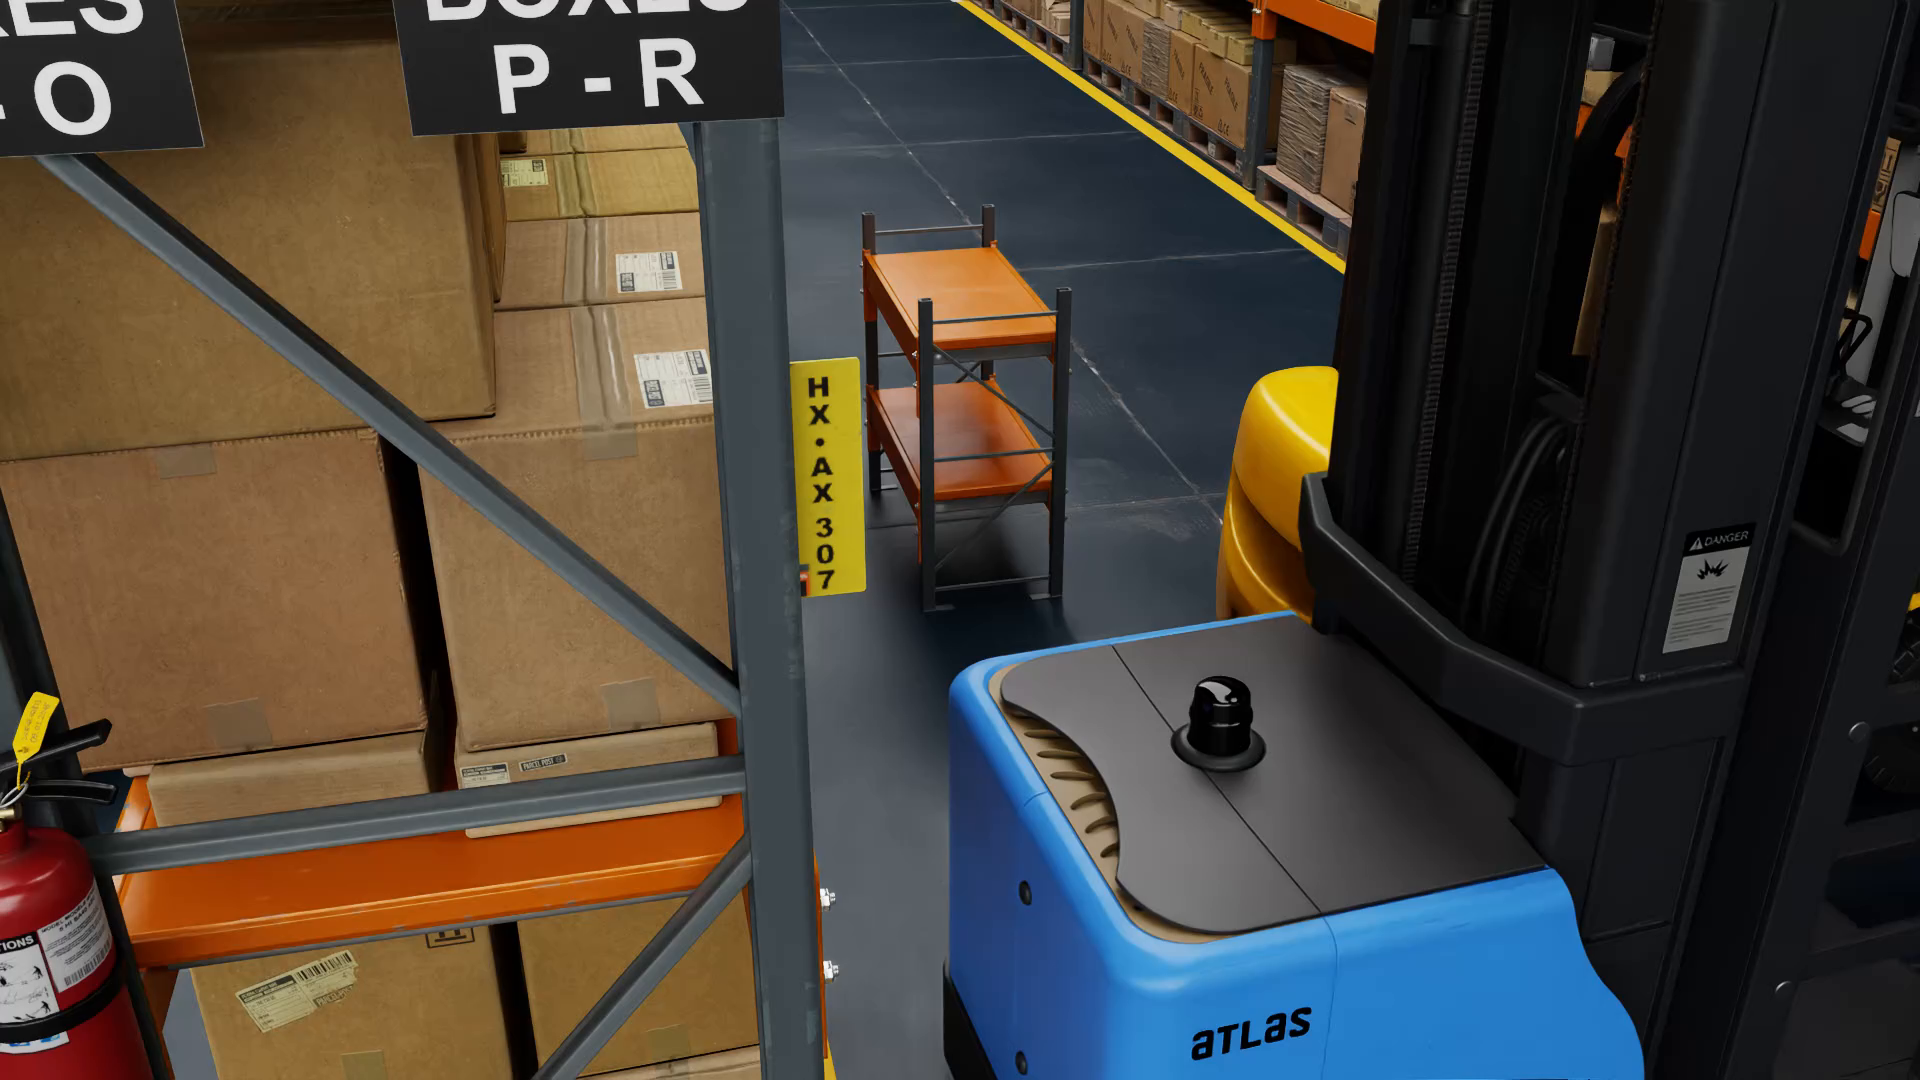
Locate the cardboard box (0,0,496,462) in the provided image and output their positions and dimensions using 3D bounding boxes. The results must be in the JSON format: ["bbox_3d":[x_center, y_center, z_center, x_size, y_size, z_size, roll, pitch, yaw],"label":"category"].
[{"bbox_3d":[-1.029,-0.458,2.279,0.700,0.500,0.500,-7,28,-13],"label":"cardboard box"}]

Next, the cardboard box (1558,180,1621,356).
[{"bbox_3d":[3.104,-1.250,7.566,0.875,0.625,0.625,-5,27,-9],"label":"cardboard box"}]

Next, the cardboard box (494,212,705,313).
[{"bbox_3d":[-0.658,-0.273,3.021,0.500,0.500,0.500,-5,27,-10],"label":"cardboard box"}]

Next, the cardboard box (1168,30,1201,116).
[{"bbox_3d":[1.803,-3.336,11.838,0.500,0.500,0.500,-5,27,-9],"label":"cardboard box"}]

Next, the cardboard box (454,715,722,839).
[{"bbox_3d":[-0.576,0.309,2.587,0.380,0.149,0.250,-6,27,-11],"label":"cardboard box"}]

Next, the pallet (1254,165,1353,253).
[{"bbox_3d":[2.478,-2.040,10.058,1.003,0.211,1.213,-6,27,-12],"label":"pallet"}]

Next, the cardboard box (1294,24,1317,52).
[{"bbox_3d":[2.483,-3.391,11.228,0.380,0.149,0.250,-5,27,-10],"label":"cardboard box"}]

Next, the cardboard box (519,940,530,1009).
[{"bbox_3d":[-1.255,0.852,3.819,0.500,0.250,0.500,-6,27,-11],"label":"cardboard box"}]

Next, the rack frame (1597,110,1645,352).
[{"bbox_3d":[3.232,-1.894,6.674,1.000,3.000,0.127,-6,27,-12],"label":"rack frame"}]

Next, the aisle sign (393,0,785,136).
[{"bbox_3d":[-0.385,-0.797,1.616,0.394,0.787,0.004,-6,27,-12],"label":"aisle sign"}]

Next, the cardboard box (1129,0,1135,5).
[{"bbox_3d":[1.533,-4.239,12.907,0.380,0.149,0.250,-6,27,-12],"label":"cardboard box"}]

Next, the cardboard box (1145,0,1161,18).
[{"bbox_3d":[1.606,-4.016,12.466,0.380,0.149,0.250,-5,27,-10],"label":"cardboard box"}]

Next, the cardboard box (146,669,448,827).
[{"bbox_3d":[-0.994,0.337,2.532,0.380,0.149,0.250,-5,27,-10],"label":"cardboard box"}]

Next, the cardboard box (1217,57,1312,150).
[{"bbox_3d":[2.026,-2.886,10.946,0.500,0.500,0.500,-5,27,-10],"label":"cardboard box"}]

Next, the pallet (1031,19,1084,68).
[{"bbox_3d":[1.276,-4.463,14.858,1.003,0.211,1.213,-6,27,-12],"label":"pallet"}]

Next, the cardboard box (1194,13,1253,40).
[{"bbox_3d":[1.850,-3.560,11.562,0.380,0.149,0.250,-5,27,-10],"label":"cardboard box"}]

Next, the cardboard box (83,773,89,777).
[{"bbox_3d":[-2.687,0.335,5.029,0.500,0.500,0.500,13,30,24],"label":"cardboard box"}]

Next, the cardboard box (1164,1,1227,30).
[{"bbox_3d":[1.701,-3.788,12.013,0.380,0.149,0.250,-7,28,-14],"label":"cardboard box"}]

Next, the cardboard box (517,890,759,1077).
[{"bbox_3d":[-0.620,0.680,3.327,0.500,0.500,0.500,-7,28,-13],"label":"cardboard box"}]

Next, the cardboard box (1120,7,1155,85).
[{"bbox_3d":[1.557,-3.790,12.739,0.500,0.500,0.500,-7,28,-13],"label":"cardboard box"}]

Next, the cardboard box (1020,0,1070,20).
[{"bbox_3d":[0.962,-5.121,15.375,0.700,0.500,0.500,-7,28,-14],"label":"cardboard box"}]

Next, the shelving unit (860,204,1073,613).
[{"bbox_3d":[-0.002,-0.505,6.002,0.538,1.125,1.048,-6,27,-12],"label":"shelving unit"}]

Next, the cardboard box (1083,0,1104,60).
[{"bbox_3d":[1.319,-4.243,13.635,0.500,0.500,0.500,-5,27,-9],"label":"cardboard box"}]

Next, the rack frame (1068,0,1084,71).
[{"bbox_3d":[1.429,-5.406,13.632,1.000,3.000,0.127,-6,27,-12],"label":"rack frame"}]

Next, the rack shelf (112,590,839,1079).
[{"bbox_3d":[-1.152,-0.189,4.095,1.077,0.370,4.000,-6,27,-12],"label":"rack shelf"}]

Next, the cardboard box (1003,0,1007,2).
[{"bbox_3d":[0.728,-5.577,16.278,0.700,0.500,0.500,-5,27,-9],"label":"cardboard box"}]

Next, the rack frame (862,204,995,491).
[{"bbox_3d":[-0.116,-0.728,6.445,0.500,1.125,0.032,-6,27,-12],"label":"rack frame"}]

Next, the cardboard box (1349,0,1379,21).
[{"bbox_3d":[2.424,-2.917,8.867,0.500,0.250,0.500,-7,28,-13],"label":"cardboard box"}]

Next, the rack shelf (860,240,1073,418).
[{"bbox_3d":[-0.002,-0.766,5.871,0.538,0.278,1.000,-6,27,-12],"label":"rack shelf"}]

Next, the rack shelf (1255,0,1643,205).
[{"bbox_3d":[2.782,-2.451,8.576,1.077,0.370,4.000,-6,27,-12],"label":"rack shelf"}]

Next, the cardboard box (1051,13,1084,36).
[{"bbox_3d":[1.018,-4.536,14.605,0.380,0.149,0.250,-7,28,-13],"label":"cardboard box"}]

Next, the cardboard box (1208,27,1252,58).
[{"bbox_3d":[1.881,-3.319,11.085,0.380,0.149,0.250,-7,28,-14],"label":"cardboard box"}]

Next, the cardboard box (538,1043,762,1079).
[{"bbox_3d":[-0.614,1.025,3.475,0.500,0.250,0.500,-6,27,-12],"label":"cardboard box"}]

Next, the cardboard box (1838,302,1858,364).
[{"bbox_3d":[3.264,-0.614,5.613,0.500,0.250,0.500,-5,27,-10],"label":"cardboard box"}]

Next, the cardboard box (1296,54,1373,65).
[{"bbox_3d":[2.509,-2.935,11.045,0.500,0.500,0.500,-5,27,-10],"label":"cardboard box"}]

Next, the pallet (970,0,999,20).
[{"bbox_3d":[0.726,-5.534,16.980,1.003,0.211,1.213,-6,27,-12],"label":"pallet"}]

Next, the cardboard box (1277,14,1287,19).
[{"bbox_3d":[2.378,-3.621,11.684,0.380,0.149,0.250,-7,28,-14],"label":"cardboard box"}]

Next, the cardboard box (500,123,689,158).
[{"bbox_3d":[-0.896,-0.719,3.905,0.500,0.500,0.500,-7,28,-13],"label":"cardboard box"}]

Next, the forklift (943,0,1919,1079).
[{"bbox_3d":[1.538,-0.095,3.185,3.031,2.935,1.130,-8,28,-16],"label":"forklift"}]

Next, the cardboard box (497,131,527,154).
[{"bbox_3d":[-1.328,-1.128,3.605,0.700,0.500,0.500,-6,27,-12],"label":"cardboard box"}]

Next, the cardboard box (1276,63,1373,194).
[{"bbox_3d":[2.458,-2.502,10.048,0.875,0.625,0.625,-5,27,-10],"label":"cardboard box"}]

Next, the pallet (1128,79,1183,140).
[{"bbox_3d":[1.928,-3.272,12.498,1.003,0.211,1.213,-6,27,-12],"label":"pallet"}]

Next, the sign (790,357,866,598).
[{"bbox_3d":[-0.173,-0.074,2.107,0.100,0.325,0.005,-6,27,-12],"label":"sign"}]

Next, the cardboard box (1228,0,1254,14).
[{"bbox_3d":[2.174,-3.834,12.106,0.380,0.149,0.250,-6,27,-11],"label":"cardboard box"}]
